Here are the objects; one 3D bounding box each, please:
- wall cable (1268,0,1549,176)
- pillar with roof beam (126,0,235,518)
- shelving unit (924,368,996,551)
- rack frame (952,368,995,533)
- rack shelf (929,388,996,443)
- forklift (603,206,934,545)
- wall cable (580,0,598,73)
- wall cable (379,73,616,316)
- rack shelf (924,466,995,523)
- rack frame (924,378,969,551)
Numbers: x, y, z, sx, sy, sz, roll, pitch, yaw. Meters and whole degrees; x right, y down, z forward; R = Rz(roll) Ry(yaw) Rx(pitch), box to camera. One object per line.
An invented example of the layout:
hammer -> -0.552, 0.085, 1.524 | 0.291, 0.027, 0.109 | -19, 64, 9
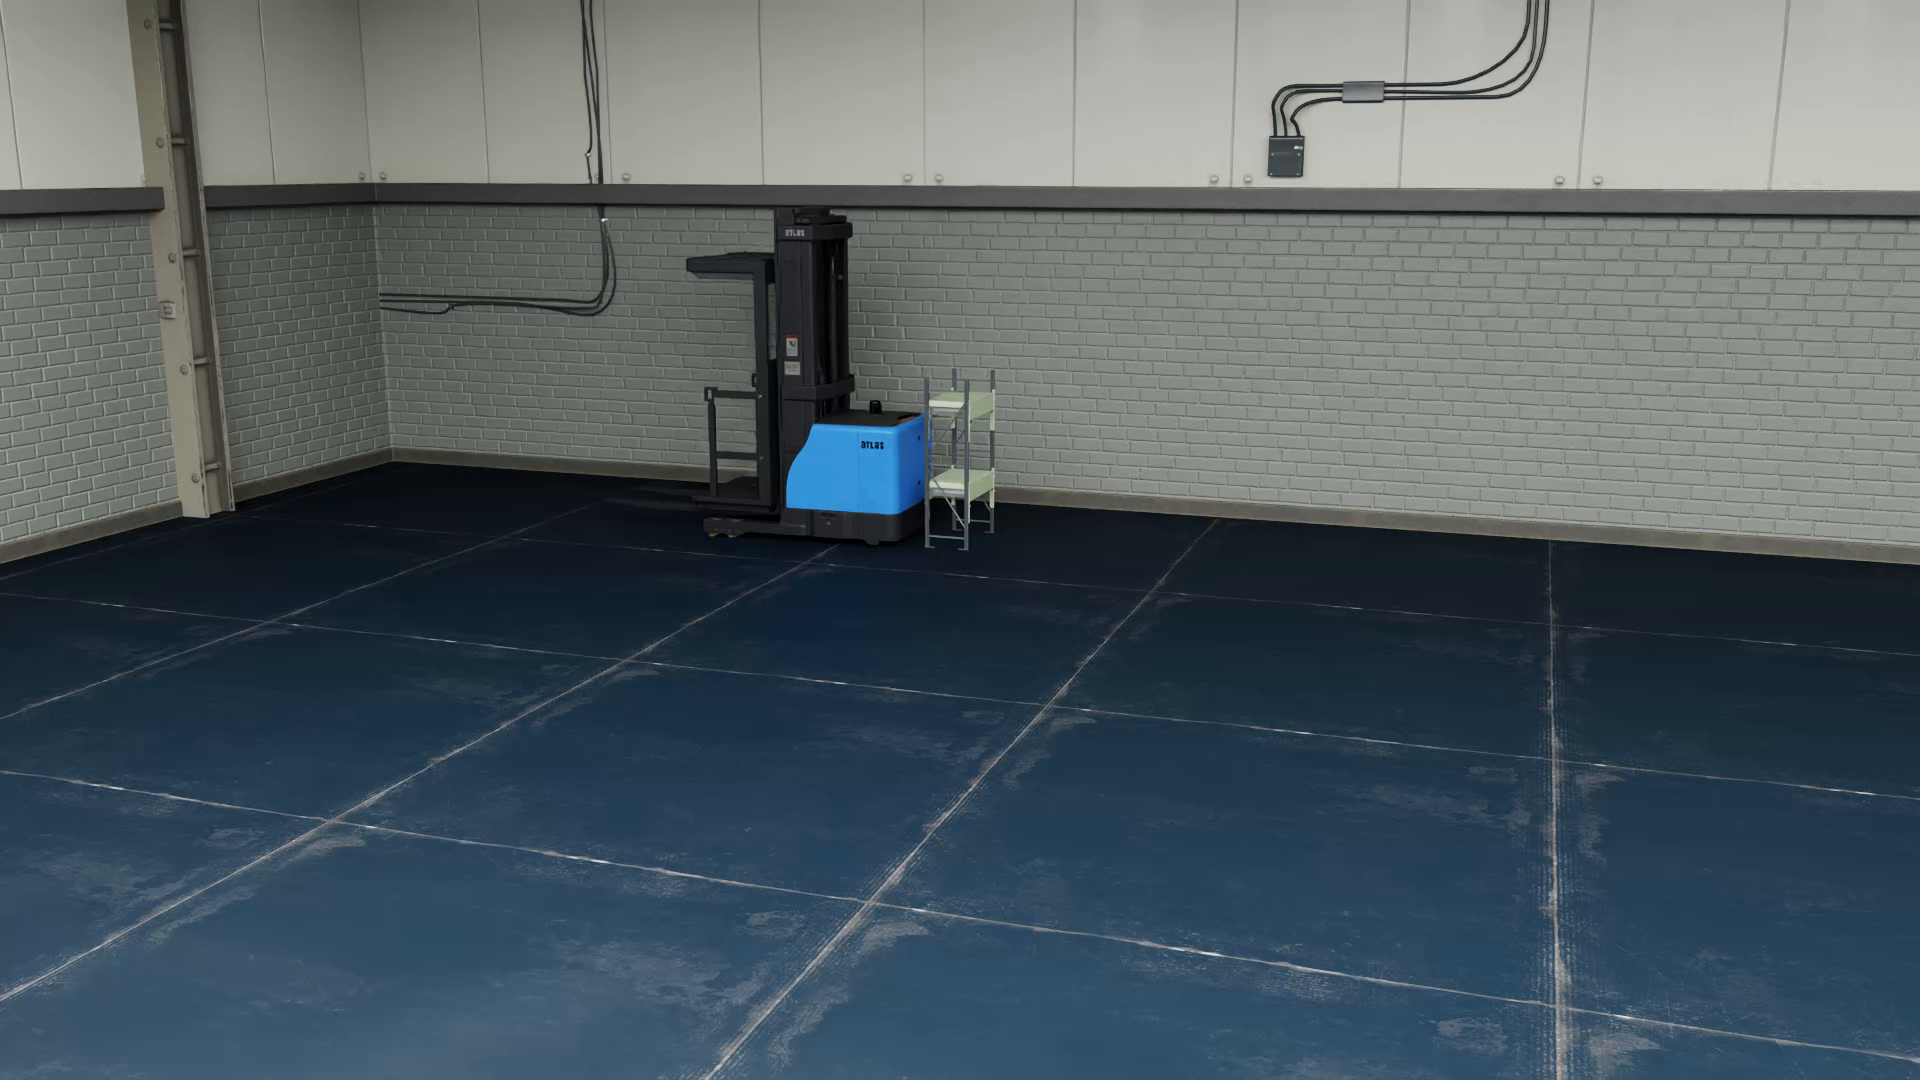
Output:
wall cable -> 3.886, -6.146, 14.052 | 2.305, 6.003, 0.169 | 4, 14, 18
pillar with roof beam -> -3.223, -4.340, 13.781 | 9.100, 9.000, 0.400 | 4, 14, 18
shelving unit -> 0.002, -0.733, 14.827 | 0.431, 1.500, 0.755 | 4, 14, 18
rack frame -> 0.121, -0.810, 15.165 | 0.400, 1.500, 0.023 | 4, 14, 18
rack shelf -> 0.002, -1.113, 14.740 | 0.431, 0.370, 0.720 | 4, 14, 18
forklift -> -1.821, -1.555, 15.213 | 3.031, 2.935, 1.130 | 4, 14, 18
wall cable -> -2.532, -5.929, 16.370 | 3.097, 2.526, 0.112 | 4, 14, 18
wall cable -> -5.092, -3.661, 17.785 | 3.097, 2.526, 0.112 | 4, 14, 18
rack shelf -> 0.002, -0.415, 14.900 | 0.431, 0.370, 0.720 | 4, 14, 18
rack frame -> -0.116, -0.656, 14.490 | 0.400, 1.500, 0.023 | 4, 14, 18
